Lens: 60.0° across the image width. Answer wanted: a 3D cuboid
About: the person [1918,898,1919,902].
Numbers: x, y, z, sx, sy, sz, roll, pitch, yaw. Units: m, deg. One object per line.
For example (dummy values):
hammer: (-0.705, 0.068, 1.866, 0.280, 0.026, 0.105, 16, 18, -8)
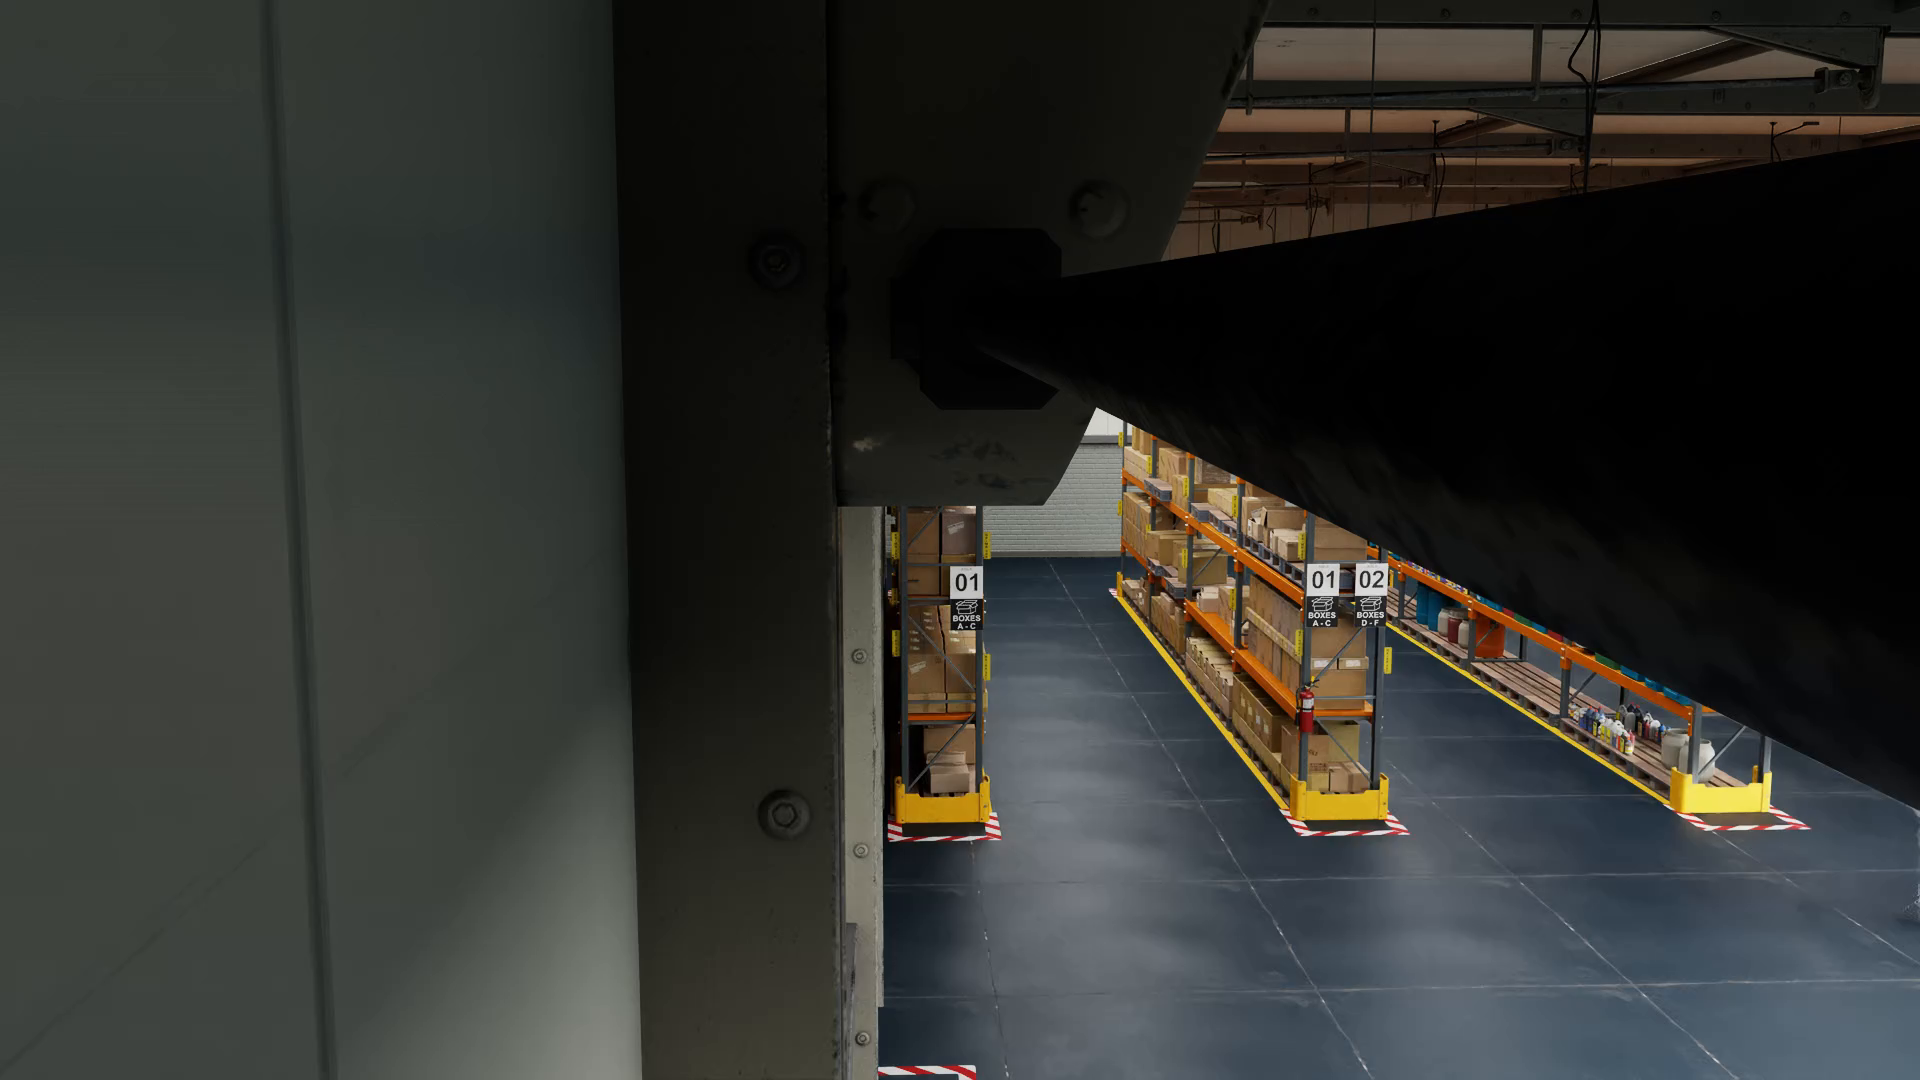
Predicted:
person: (10.299, 3.112, 16.884, 0.920, 1.701, 0.552, 3, 9, 20)
